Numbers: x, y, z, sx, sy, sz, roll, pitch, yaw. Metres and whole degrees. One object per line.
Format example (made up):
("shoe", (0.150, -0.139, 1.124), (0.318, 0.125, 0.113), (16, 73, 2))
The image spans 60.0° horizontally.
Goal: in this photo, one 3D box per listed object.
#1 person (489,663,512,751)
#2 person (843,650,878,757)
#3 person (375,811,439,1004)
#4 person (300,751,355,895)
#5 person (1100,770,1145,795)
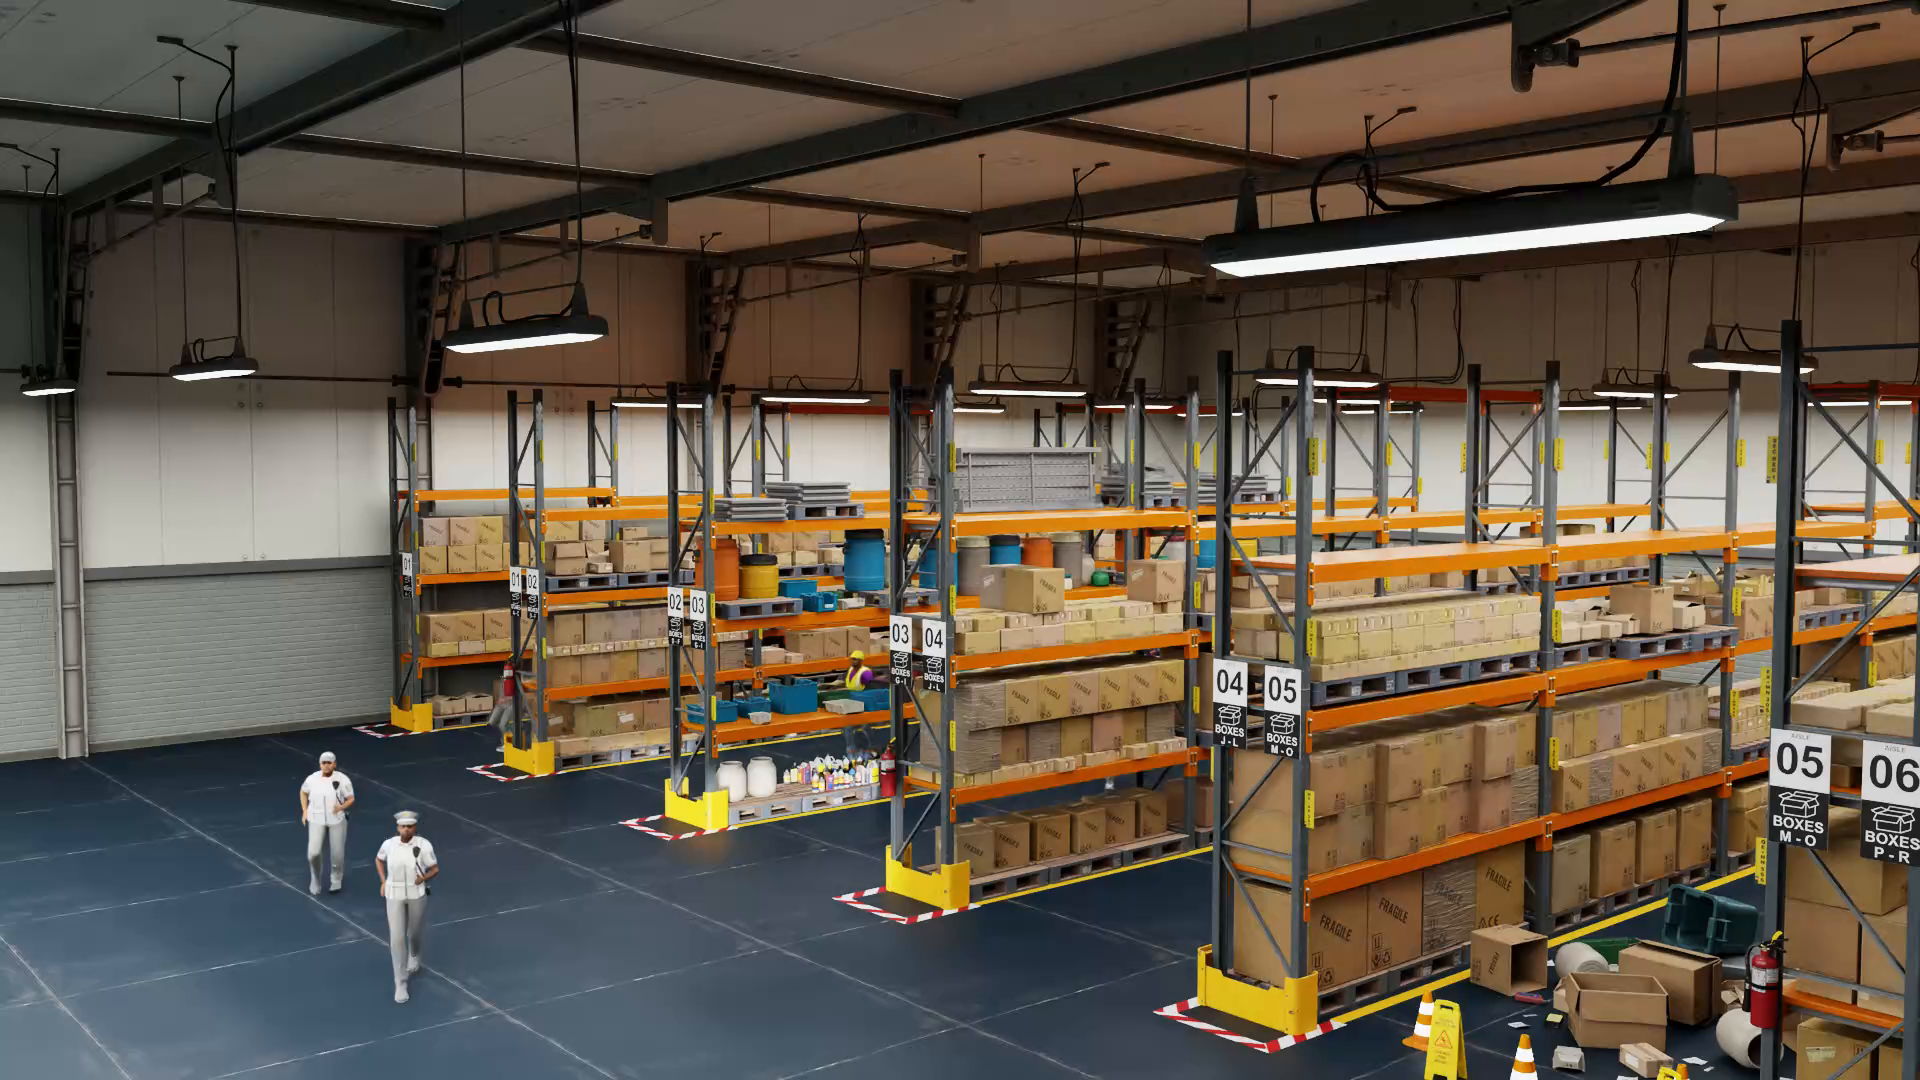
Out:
("person", (-7.580, 2.779, 27.712), (0.547, 1.524, 0.464), (2, 4, 36))
("person", (-1.668, 2.715, 27.202), (0.718, 1.848, 0.756), (3, 4, 40))
("person", (-5.222, 3.391, 15.719), (0.576, 1.718, 0.925), (-1, 3, -17))
("person", (-7.211, 3.231, 18.953), (0.610, 1.638, 0.684), (-1, 3, -17))
("person", (2.367, 2.856, 24.464), (0.909, 1.782, 0.656), (-3, 5, -43))
